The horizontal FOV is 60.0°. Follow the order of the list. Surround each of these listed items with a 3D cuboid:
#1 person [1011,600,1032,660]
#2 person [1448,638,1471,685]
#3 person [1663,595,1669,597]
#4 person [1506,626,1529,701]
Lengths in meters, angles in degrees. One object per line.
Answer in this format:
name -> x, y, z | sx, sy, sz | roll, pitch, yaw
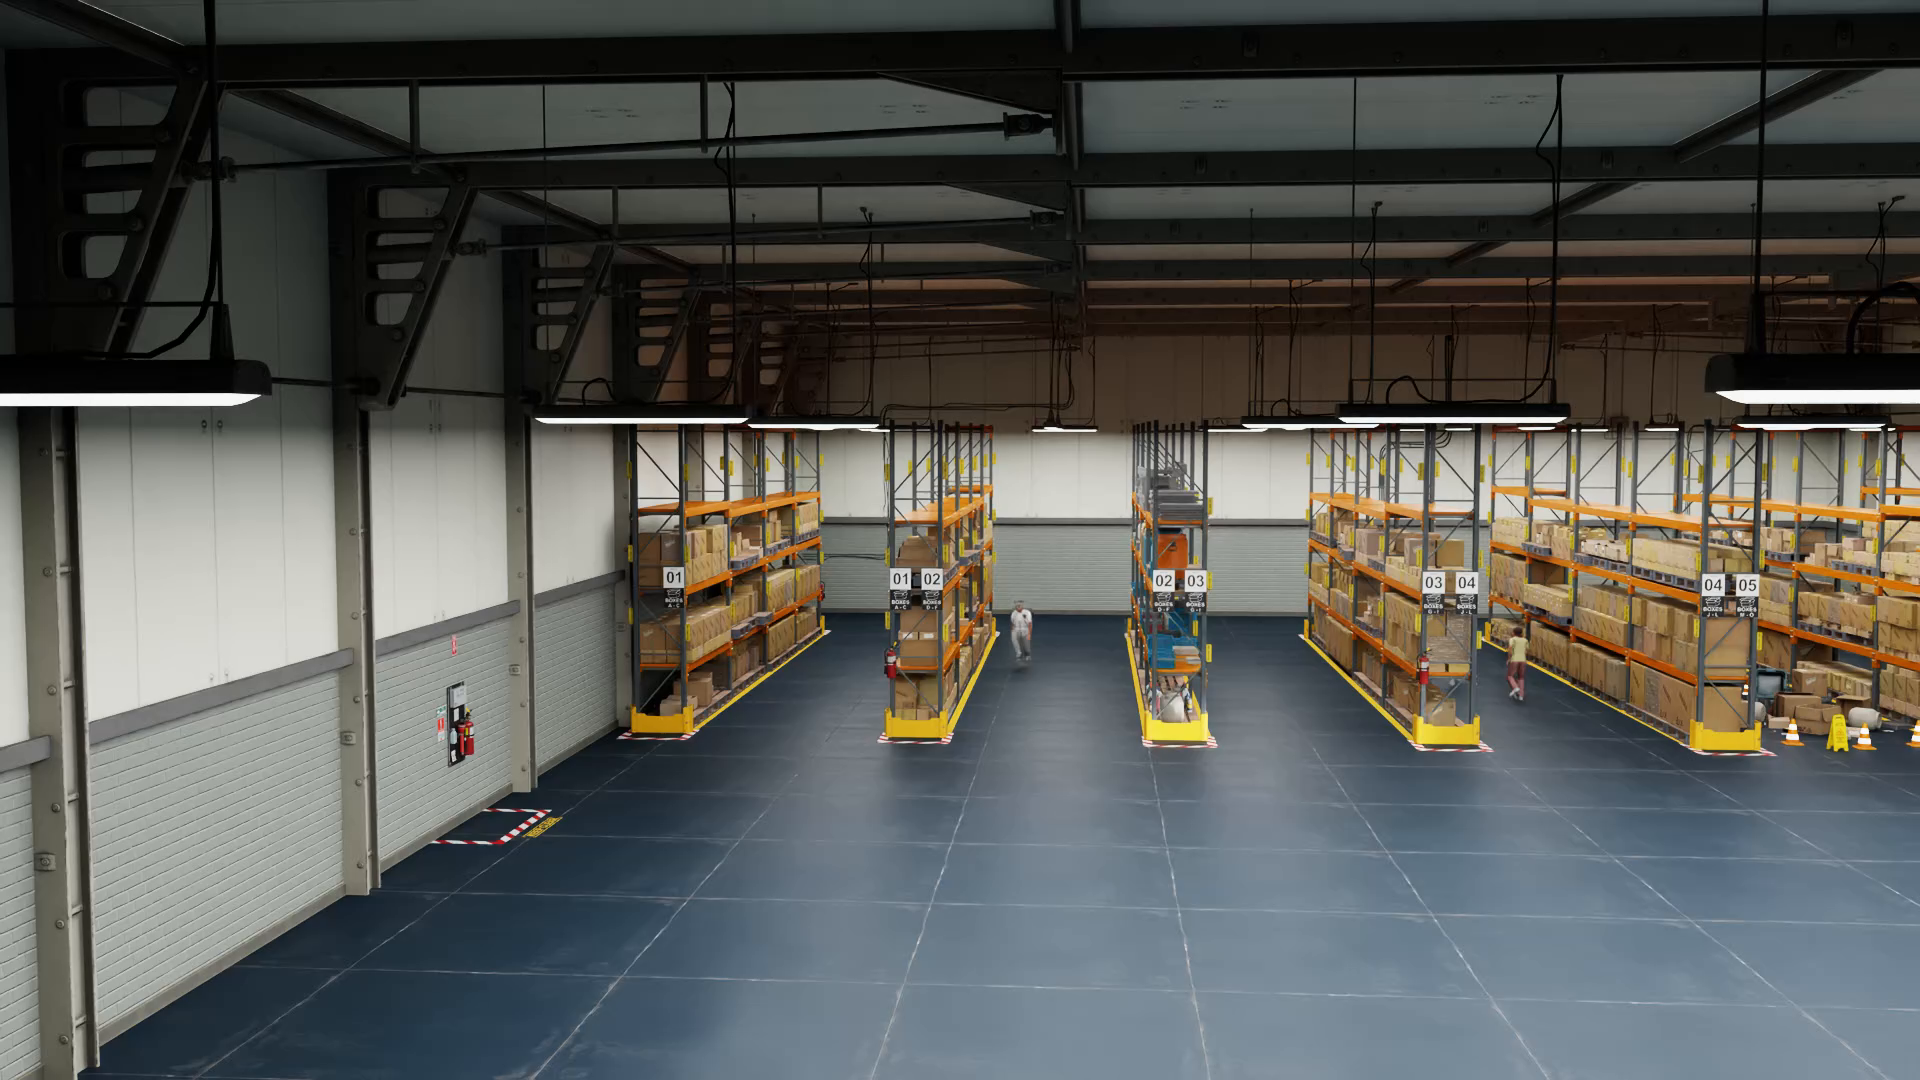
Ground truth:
person -> 1.502, 2.224, 40.712 | 0.527, 1.510, 1.042 | 1, 4, 10
person -> 11.410, 2.429, 38.237 | 0.642, 1.791, 0.641 | 1, 4, 21
person -> 18.000, 2.225, 42.313 | 0.511, 1.656, 0.509 | 0, 4, 8
person -> 12.098, 2.663, 36.061 | 0.527, 1.553, 0.705 | 0, 4, 5
